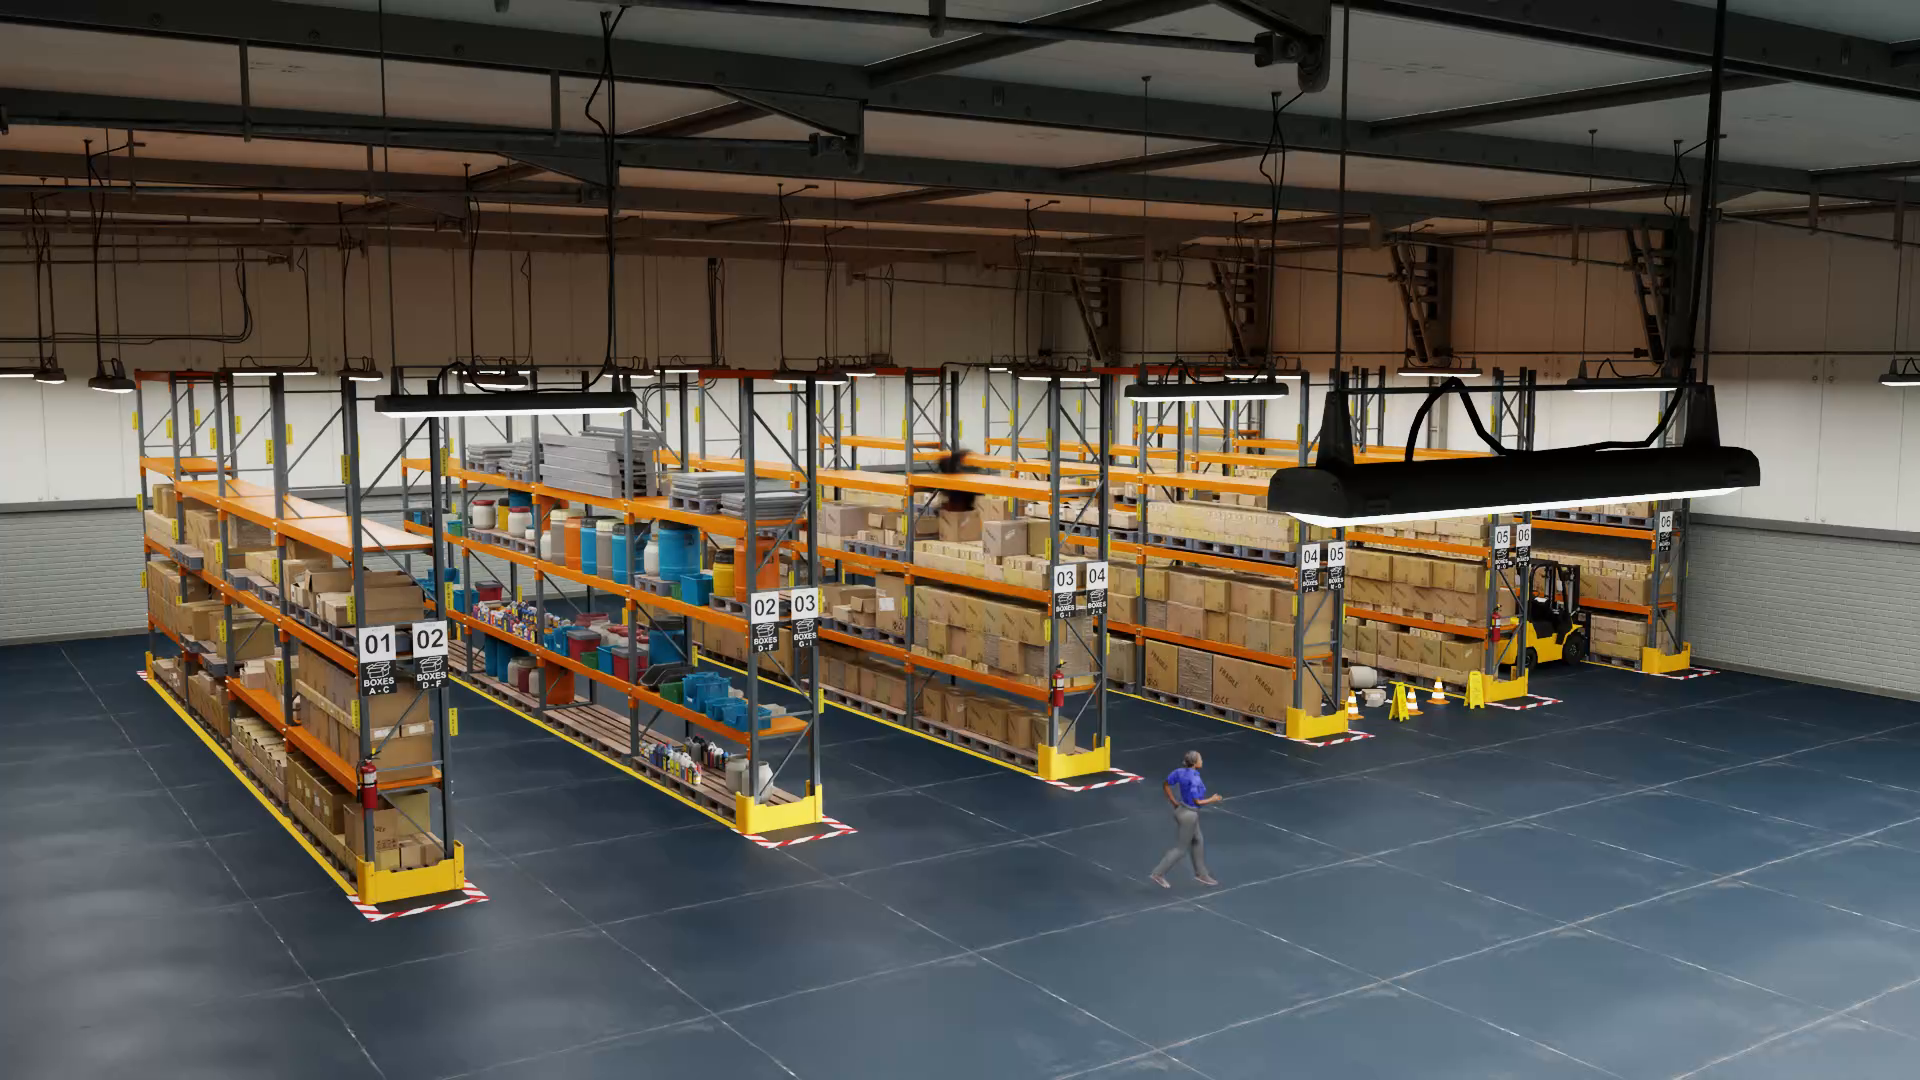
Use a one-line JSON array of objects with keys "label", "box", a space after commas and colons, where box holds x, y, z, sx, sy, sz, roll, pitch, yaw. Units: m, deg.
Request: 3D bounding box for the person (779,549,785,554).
[{"label": "person", "box": [-4.456, 1.048, 39.703, 0.708, 1.679, 0.687, 1, 6, 5]}]

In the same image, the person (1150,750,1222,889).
[{"label": "person", "box": [2.657, 3.298, 19.562, 0.878, 1.673, 0.539, -1, 7, -12]}]
